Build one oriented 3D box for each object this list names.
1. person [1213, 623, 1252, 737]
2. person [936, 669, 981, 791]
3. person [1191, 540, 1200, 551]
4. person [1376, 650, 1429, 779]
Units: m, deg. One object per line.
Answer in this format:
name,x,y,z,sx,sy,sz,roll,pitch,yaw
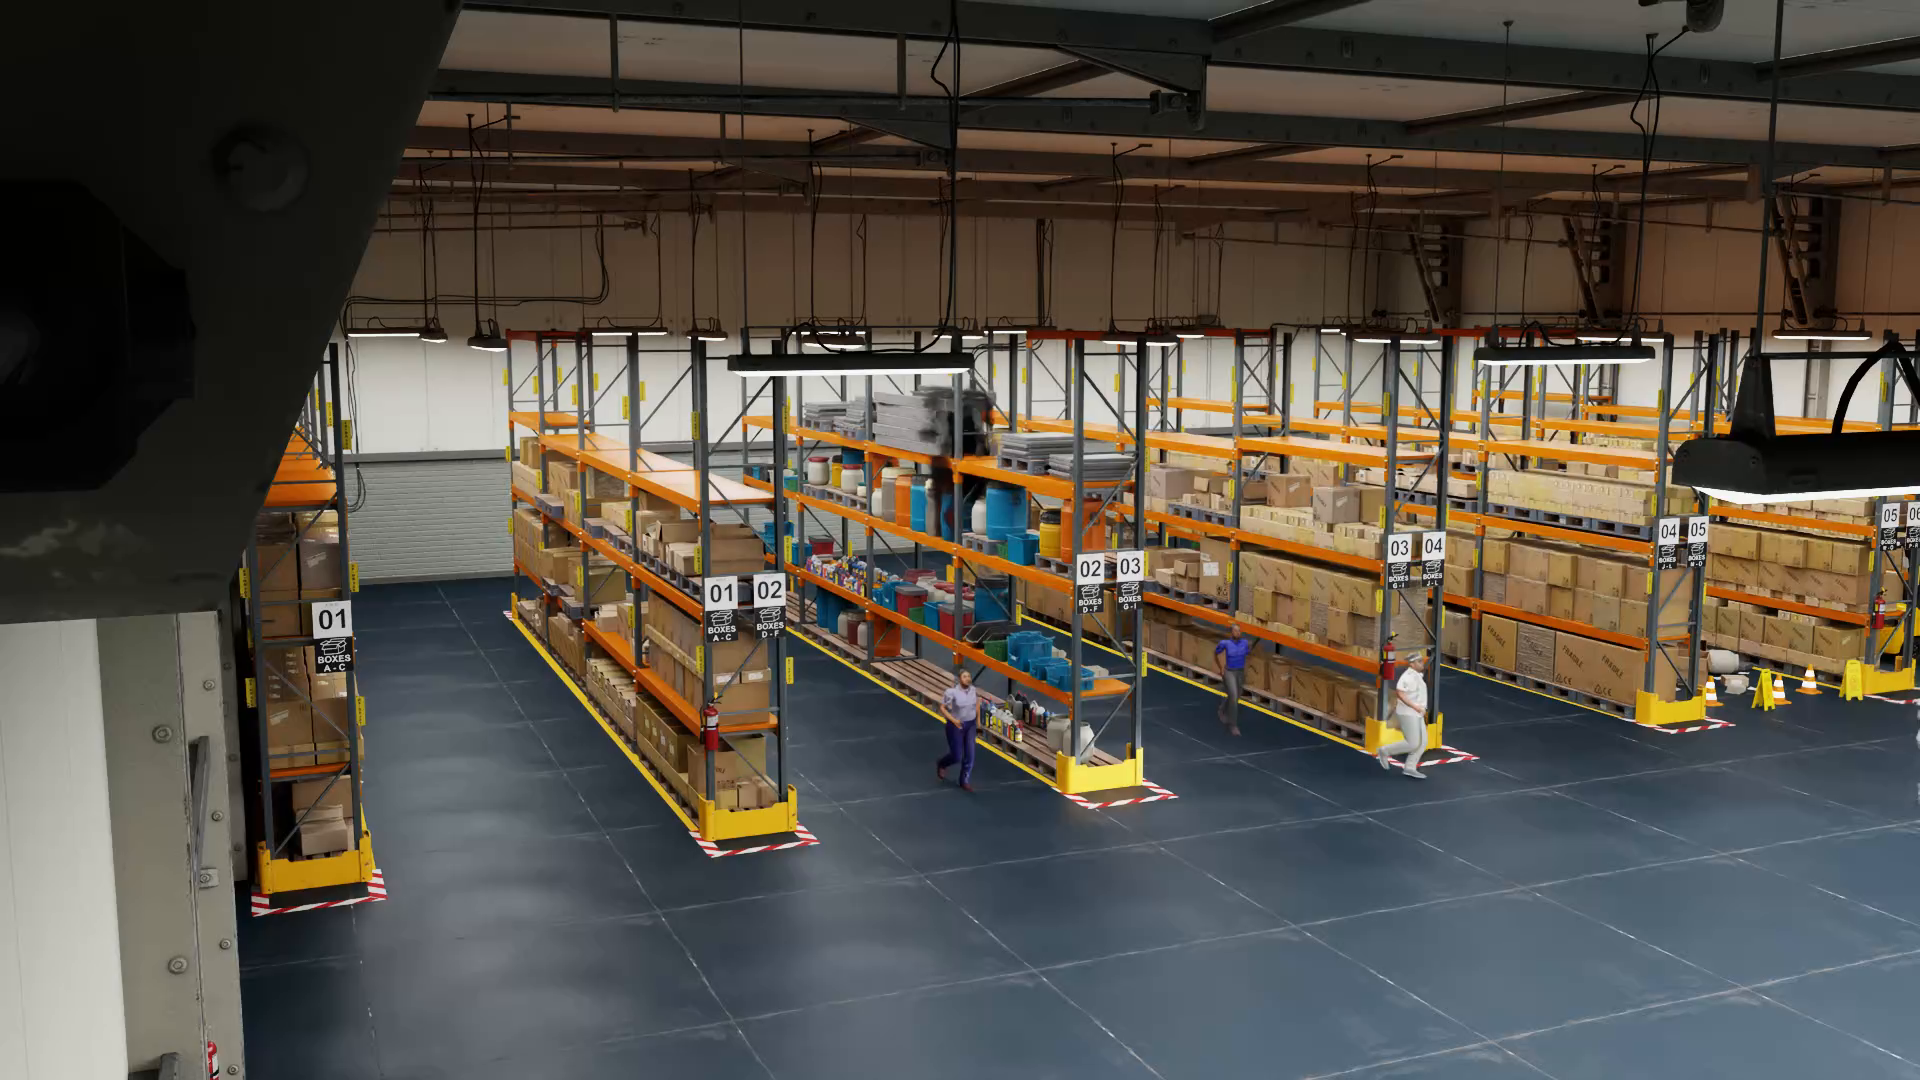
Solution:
person,4.146,2.080,25.315,0.575,1.693,0.812,-3,8,-22
person,0.001,2.521,22.339,0.639,1.638,0.655,-5,9,-32
person,6.191,-0.295,42.370,0.780,1.748,0.663,-5,9,-31
person,6.153,2.375,22.923,0.675,1.754,0.683,4,9,30
